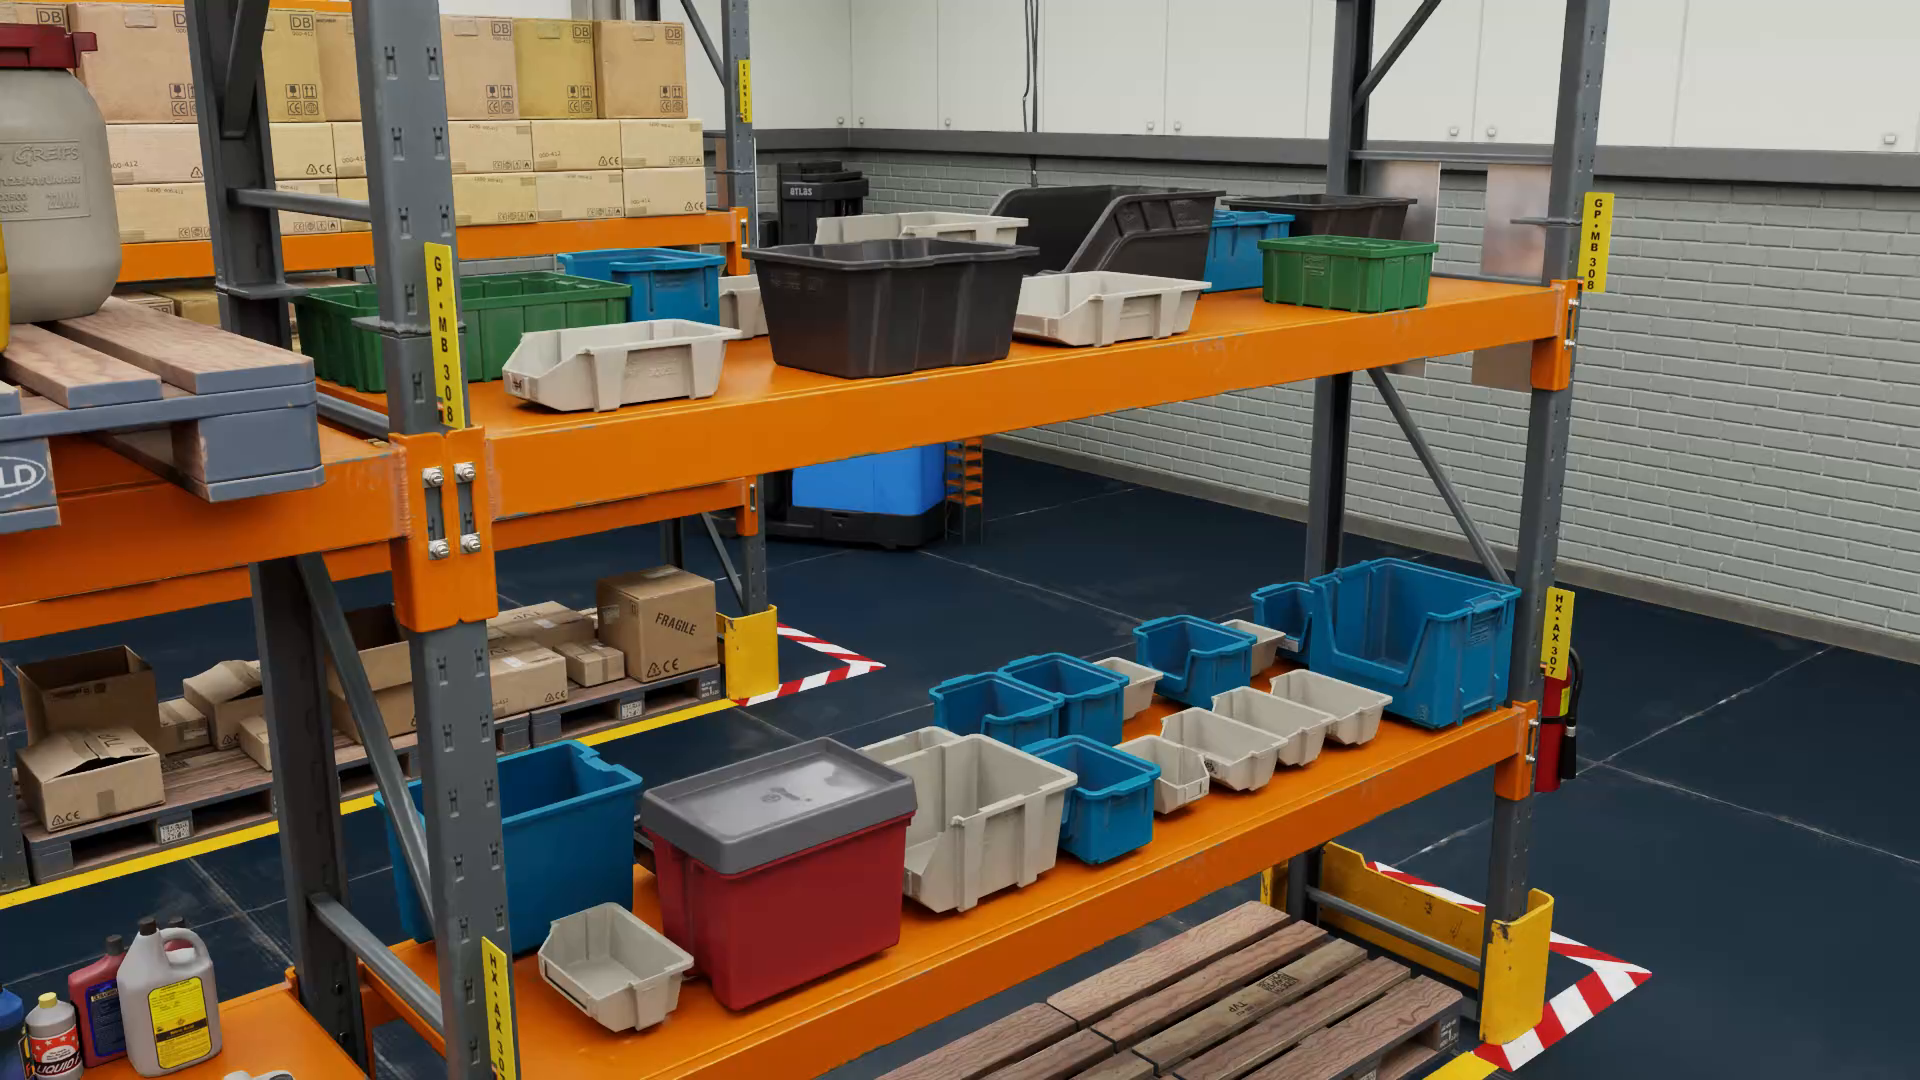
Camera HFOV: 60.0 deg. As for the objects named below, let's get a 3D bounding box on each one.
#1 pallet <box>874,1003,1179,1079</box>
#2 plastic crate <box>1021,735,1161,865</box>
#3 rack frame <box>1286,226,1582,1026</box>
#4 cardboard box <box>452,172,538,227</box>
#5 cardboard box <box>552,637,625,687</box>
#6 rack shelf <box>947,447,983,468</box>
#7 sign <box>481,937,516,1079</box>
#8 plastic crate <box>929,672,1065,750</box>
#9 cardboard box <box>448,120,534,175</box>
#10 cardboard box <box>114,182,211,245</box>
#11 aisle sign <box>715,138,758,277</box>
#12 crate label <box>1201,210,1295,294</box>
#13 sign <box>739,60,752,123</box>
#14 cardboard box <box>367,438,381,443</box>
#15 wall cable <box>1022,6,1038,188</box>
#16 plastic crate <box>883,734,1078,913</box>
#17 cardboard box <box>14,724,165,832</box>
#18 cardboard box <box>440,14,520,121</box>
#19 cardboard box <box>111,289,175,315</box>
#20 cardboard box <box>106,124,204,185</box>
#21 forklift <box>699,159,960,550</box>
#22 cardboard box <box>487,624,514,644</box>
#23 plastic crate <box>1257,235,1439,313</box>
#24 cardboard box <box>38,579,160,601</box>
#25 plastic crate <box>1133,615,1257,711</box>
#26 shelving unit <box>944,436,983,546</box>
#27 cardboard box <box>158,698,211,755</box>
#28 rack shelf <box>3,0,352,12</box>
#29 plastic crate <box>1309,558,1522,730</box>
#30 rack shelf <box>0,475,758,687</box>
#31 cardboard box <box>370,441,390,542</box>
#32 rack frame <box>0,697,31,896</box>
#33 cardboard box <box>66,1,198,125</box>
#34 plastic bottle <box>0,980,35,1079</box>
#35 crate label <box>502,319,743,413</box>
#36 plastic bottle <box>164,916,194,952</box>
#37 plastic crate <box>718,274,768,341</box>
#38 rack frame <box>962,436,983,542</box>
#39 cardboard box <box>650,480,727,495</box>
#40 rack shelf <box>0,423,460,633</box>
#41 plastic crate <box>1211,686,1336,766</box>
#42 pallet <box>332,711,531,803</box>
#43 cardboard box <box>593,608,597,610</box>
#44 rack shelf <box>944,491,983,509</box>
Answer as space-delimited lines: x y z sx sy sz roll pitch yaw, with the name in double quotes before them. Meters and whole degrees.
"pallet" 0.171 1.990 5.390 1.213 0.211 1.003 -13 19 -39
"plastic crate" 0.357 0.755 4.819 0.300 0.233 0.416 -13 19 -39
"rack frame" 1.738 0.305 6.295 0.127 3.000 1.000 -13 19 -39
"cardboard box" -2.478 -1.728 8.386 0.500 0.250 0.500 -13 19 -39
"cardboard box" -2.124 0.688 9.500 0.250 0.166 0.380 -13 19 -39
"rack shelf" 0.027 -0.647 13.054 0.180 0.103 0.258 -13 20 -39
"sign" -0.920 0.957 3.320 0.005 0.325 0.100 -13 19 -39
"plastic crate" 0.116 0.609 5.366 0.300 0.233 0.416 -13 19 -39
"cardboard box" -2.487 -1.973 8.332 0.500 0.250 0.500 -13 19 -39
"cardboard box" -3.619 -1.477 7.445 0.500 0.250 0.500 -13 19 -39
"aisle sign" -1.258 -1.868 9.392 0.004 0.787 0.394 -13 19 -39
"crate label" 0.830 -0.979 5.577 0.502 0.251 0.408 -13 19 -39
"sign" -1.161 -2.425 8.989 0.005 0.325 0.100 -13 19 -39
"cardboard box" -2.822 -0.801 8.304 0.500 0.500 0.500 -12 19 -38
"wall cable" -0.264 -3.910 16.468 0.112 2.526 3.097 -13 19 -39
"plastic crate" -0.006 0.788 4.599 0.530 0.282 0.437 -13 19 -39
"cardboard box" -4.069 1.075 7.769 0.500 0.311 0.500 -13 19 -39
"cardboard box" -2.627 -2.376 8.390 0.500 0.500 0.700 -13 19 -39
"cardboard box" -6.266 -1.427 12.199 0.700 0.700 0.980 -14 20 -42
"cardboard box" -3.622 -1.719 7.384 0.500 0.250 0.500 -13 19 -39
"forklift" -1.572 -1.550 13.373 3.031 2.935 1.130 5 16 19
"cardboard box" -2.861 0.663 9.433 0.500 0.250 0.500 -13 19 -39
"plastic crate" 1.182 -0.819 5.101 0.336 0.188 0.450 -13 19 -39
"cardboard box" -3.965 -0.064 7.482 0.500 0.500 0.500 -12 19 -38
"plastic crate" 0.839 0.446 5.974 0.300 0.233 0.416 -13 19 -39
"shelving unit" 0.027 -0.574 13.073 0.189 1.200 0.258 -13 20 -39
"cardboard box" -4.041 0.956 8.531 0.250 0.149 0.380 -13 19 -39
"rack shelf" -6.274 -3.642 11.617 4.000 0.370 1.077 -13 19 -39
"plastic crate" 1.608 0.352 5.934 0.499 0.435 0.616 -13 19 -39
"rack shelf" -3.019 0.027 8.732 4.000 0.370 1.077 -13 19 -39
"cardboard box" -2.819 -0.322 8.448 0.500 0.500 0.500 -13 20 -40
"rack frame" -4.528 0.018 7.370 0.127 3.000 1.000 -13 19 -39
"cardboard box" -3.716 -2.110 7.391 0.500 0.500 0.700 -13 19 -39
"plastic bottle" -2.085 1.086 3.620 0.097 0.271 0.097 0 15 0
"crate label" -0.720 -0.366 3.504 0.466 0.136 0.293 -13 19 -39
"plastic bottle" -1.836 1.018 3.851 0.133 0.283 0.061 -13 19 -39
"plastic crate" -0.570 -0.628 4.489 0.466 0.136 0.293 -13 19 -39
"rack frame" 0.096 -0.589 13.132 0.006 1.200 0.240 -13 20 -39
"cardboard box" -1.670 -0.579 9.412 0.500 0.500 0.500 -12 19 -38
"rack shelf" -2.788 0.220 2.195 4.000 0.370 1.077 -13 19 -39
"plastic crate" 1.014 0.623 5.498 0.243 0.136 0.396 -13 19 -39
"pallet" -3.088 1.041 8.943 1.213 0.211 1.003 -13 19 -39
"cardboard box" -2.052 0.509 10.203 0.250 0.149 0.380 -13 19 -39
"rack shelf" 0.027 -0.299 13.147 0.180 0.103 0.258 -13 20 -39
